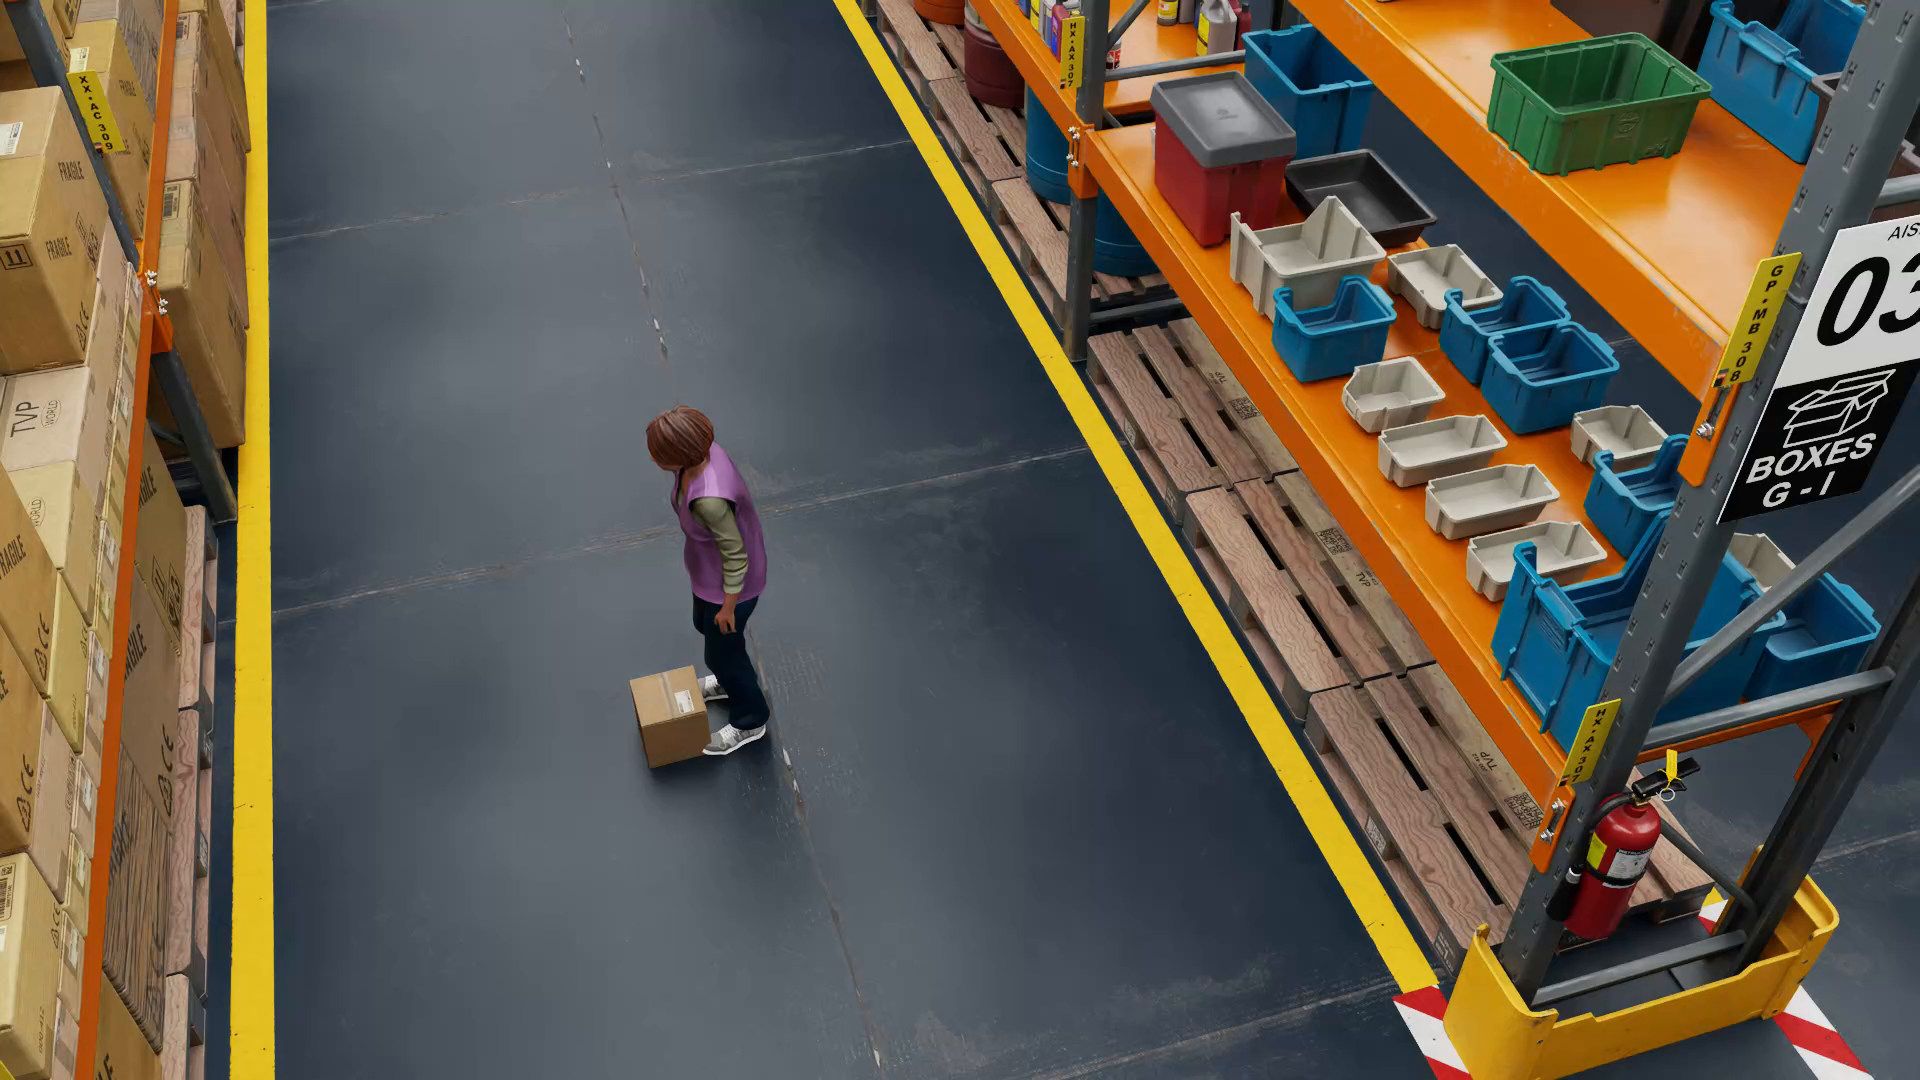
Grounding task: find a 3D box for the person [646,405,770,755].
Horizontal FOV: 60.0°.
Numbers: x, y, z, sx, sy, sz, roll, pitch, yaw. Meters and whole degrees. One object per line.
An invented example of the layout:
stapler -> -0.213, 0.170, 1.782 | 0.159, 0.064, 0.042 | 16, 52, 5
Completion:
person -> -0.881, 0.133, 6.026 | 0.348, 1.592, 0.470 | -14, 45, -15
